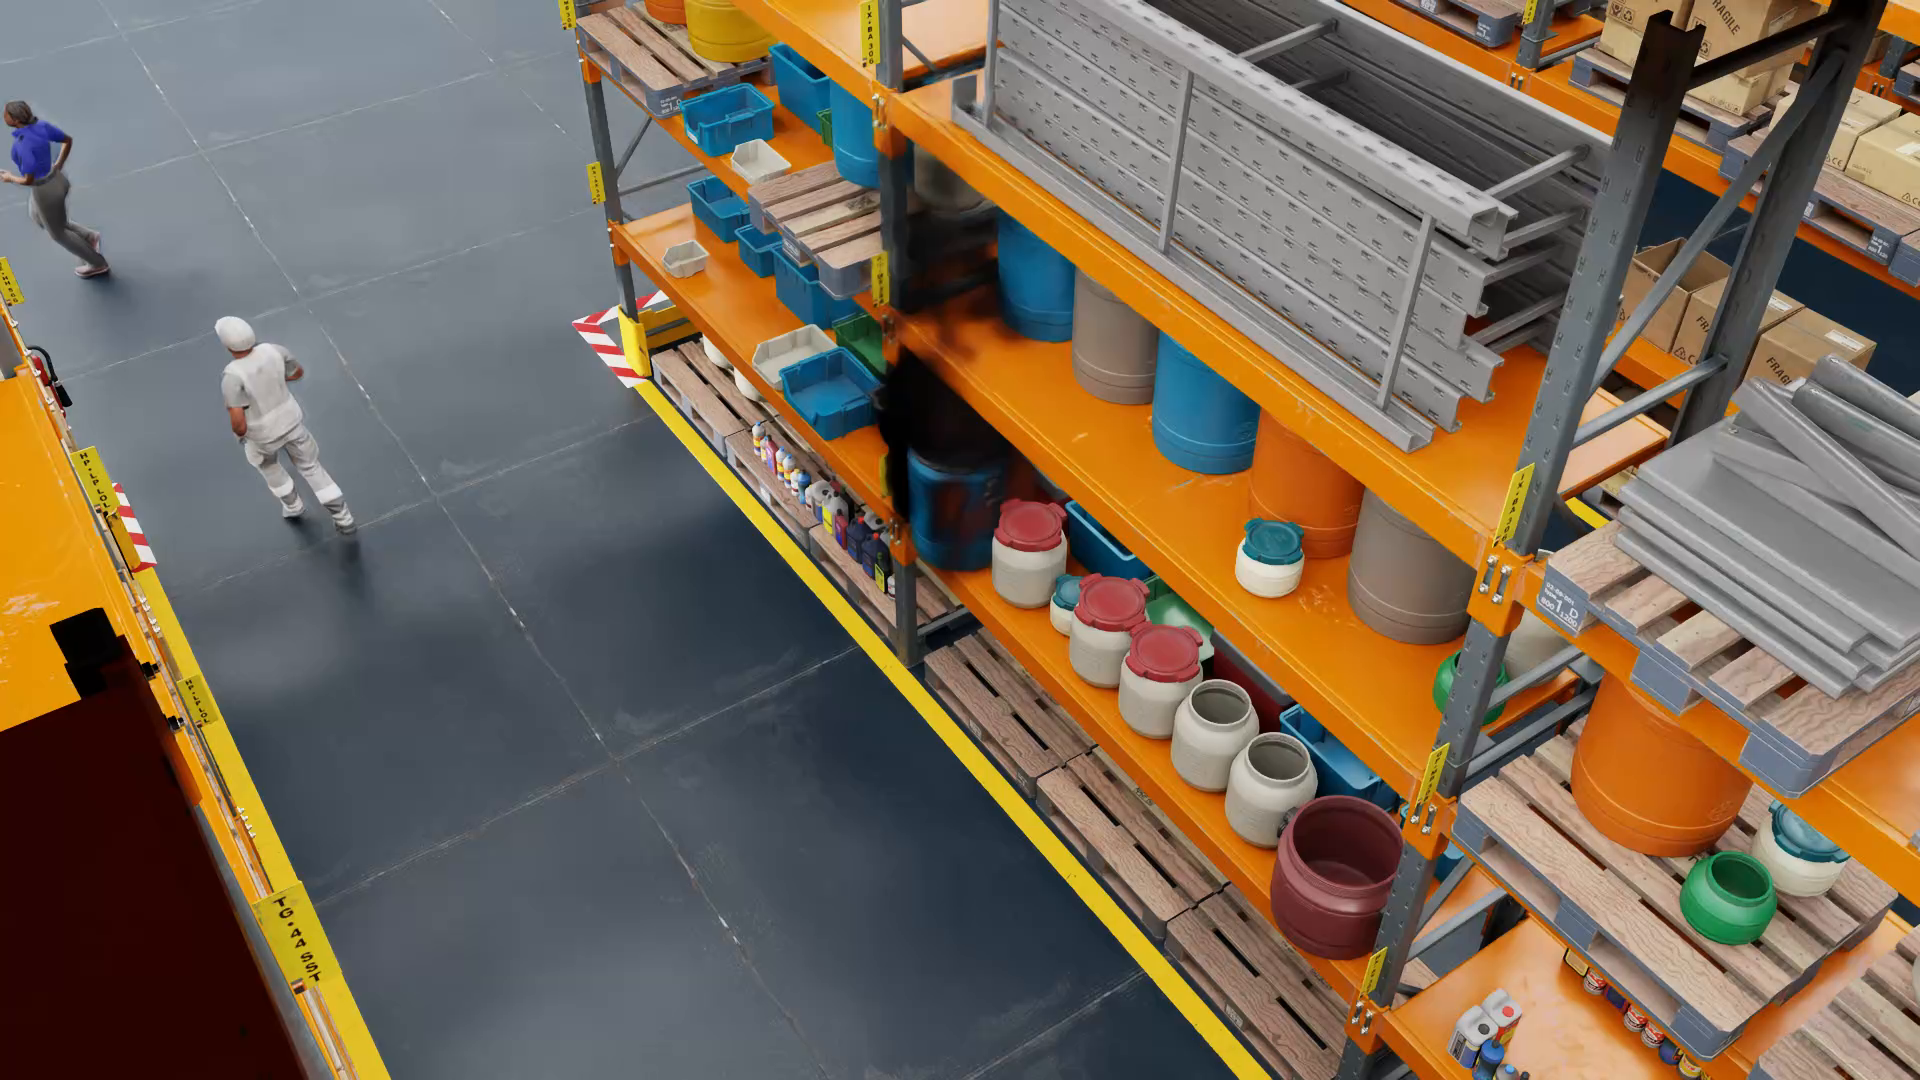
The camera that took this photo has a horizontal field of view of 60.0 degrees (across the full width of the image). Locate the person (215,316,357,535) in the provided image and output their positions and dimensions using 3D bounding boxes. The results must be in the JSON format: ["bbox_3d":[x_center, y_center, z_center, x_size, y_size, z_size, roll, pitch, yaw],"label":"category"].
[{"bbox_3d":[-4.595,-0.713,11.203,0.795,1.847,0.663,30,50,28],"label":"person"}]

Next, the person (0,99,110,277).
[{"bbox_3d":[-7.564,-2.884,13.712,0.561,1.601,0.561,-4,43,-5],"label":"person"}]
